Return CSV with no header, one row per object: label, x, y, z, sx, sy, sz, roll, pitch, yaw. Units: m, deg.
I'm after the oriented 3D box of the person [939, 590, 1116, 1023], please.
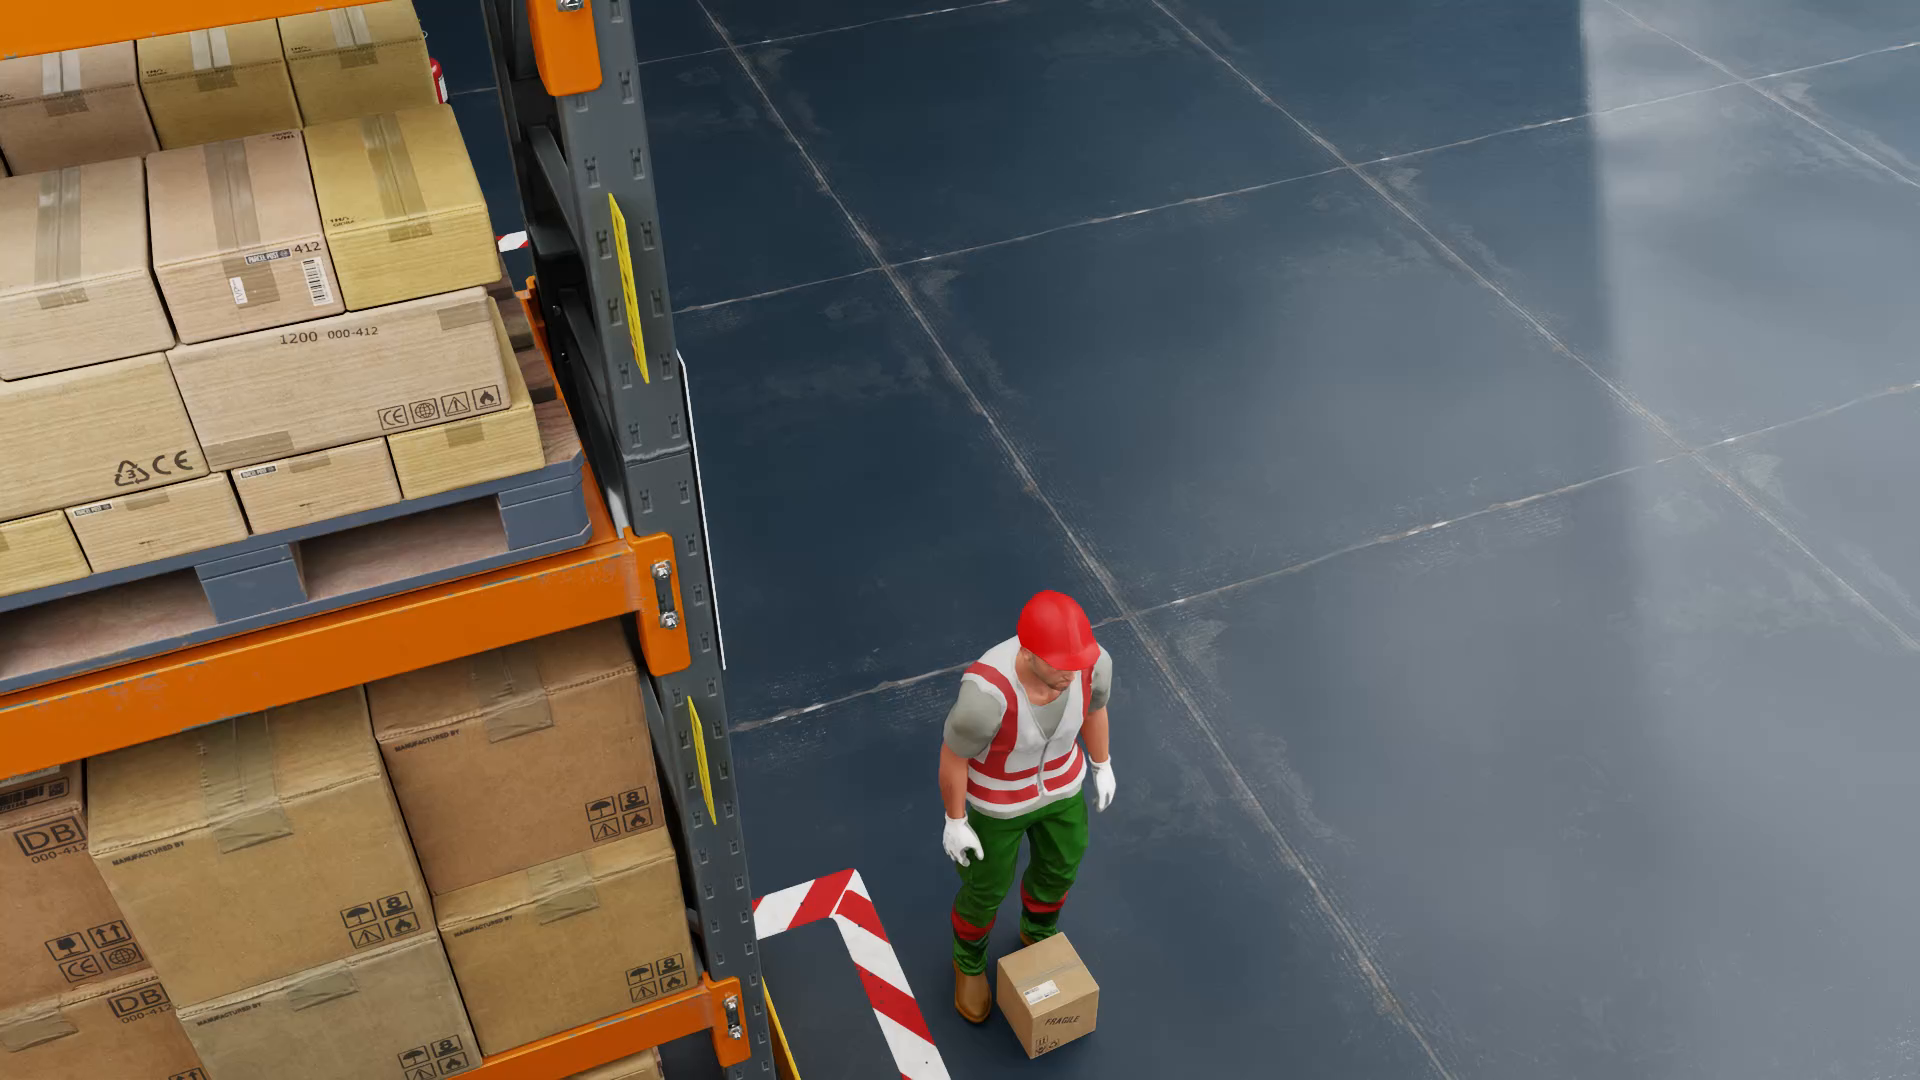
person,0.219,0.810,5.228,0.618,1.779,0.451,-18,44,-19
